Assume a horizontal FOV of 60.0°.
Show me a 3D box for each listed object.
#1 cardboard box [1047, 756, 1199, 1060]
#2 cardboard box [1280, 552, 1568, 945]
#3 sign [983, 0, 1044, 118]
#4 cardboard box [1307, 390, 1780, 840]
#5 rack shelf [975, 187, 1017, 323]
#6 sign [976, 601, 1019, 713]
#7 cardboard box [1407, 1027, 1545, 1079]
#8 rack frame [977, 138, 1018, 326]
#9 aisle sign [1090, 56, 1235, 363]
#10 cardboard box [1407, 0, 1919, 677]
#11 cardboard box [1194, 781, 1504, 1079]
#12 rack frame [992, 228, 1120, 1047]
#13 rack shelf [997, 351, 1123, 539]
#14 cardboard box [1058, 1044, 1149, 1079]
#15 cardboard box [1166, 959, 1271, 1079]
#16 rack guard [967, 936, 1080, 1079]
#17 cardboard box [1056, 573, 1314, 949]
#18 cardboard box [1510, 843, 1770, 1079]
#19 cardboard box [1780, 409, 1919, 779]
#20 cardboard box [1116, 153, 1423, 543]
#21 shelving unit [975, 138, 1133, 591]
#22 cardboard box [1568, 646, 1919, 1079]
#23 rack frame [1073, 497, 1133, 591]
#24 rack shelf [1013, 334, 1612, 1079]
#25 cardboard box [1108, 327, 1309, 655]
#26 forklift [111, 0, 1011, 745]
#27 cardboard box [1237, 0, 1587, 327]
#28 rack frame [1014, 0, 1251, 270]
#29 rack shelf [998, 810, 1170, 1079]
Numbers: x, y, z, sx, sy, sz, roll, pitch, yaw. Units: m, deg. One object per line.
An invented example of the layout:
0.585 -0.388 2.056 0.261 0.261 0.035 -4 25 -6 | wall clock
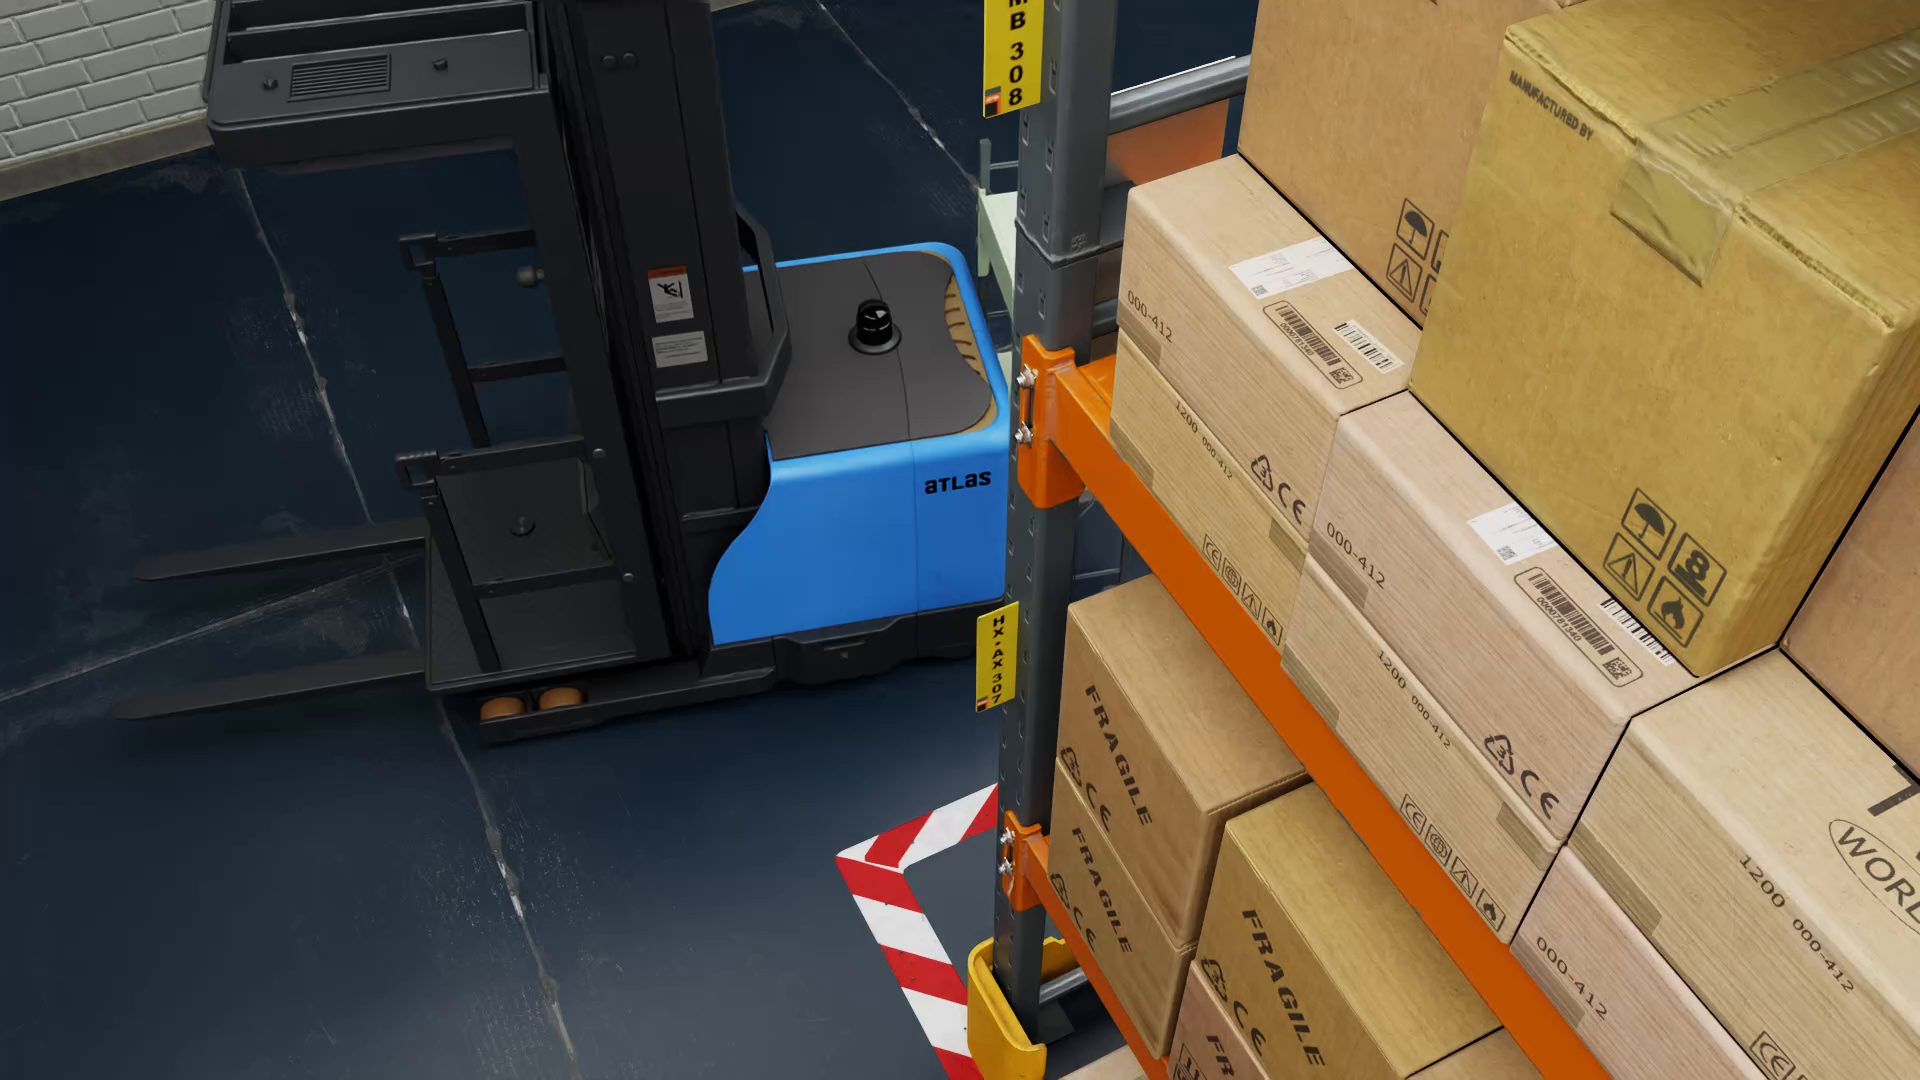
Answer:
0.531 0.700 3.579 0.500 0.500 0.500 -20 52 -17 | cardboard box
0.788 0.177 2.209 0.500 0.250 0.500 -21 52 -18 | cardboard box
0.080 -0.743 2.334 0.100 0.325 0.005 -21 52 -18 | sign
0.788 0.013 2.021 0.500 0.250 0.500 -21 52 -18 | cardboard box
0.338 -0.817 5.449 0.431 0.370 0.720 -9 50 -8 | rack shelf
0.080 0.247 3.466 0.100 0.325 0.005 -21 52 -18 | sign
1.001 1.054 2.604 0.500 0.500 0.500 -21 52 -17 | cardboard box
0.259 -0.829 5.978 0.400 1.500 0.023 -9 50 -8 | rack frame
0.270 -0.456 2.929 0.394 0.787 0.004 -21 52 -18 | aisle sign
0.965 -0.303 1.799 0.700 0.500 0.500 -21 52 -18 | cardboard box
0.776 0.718 2.899 0.500 0.500 0.500 -21 52 -17 | cardboard box
0.562 0.345 3.956 1.000 3.000 0.127 -21 52 -18 | rack frame
0.338 -0.345 5.989 0.431 0.370 0.720 -9 50 -8 | rack shelf
0.448 1.537 4.514 0.380 0.149 0.250 -21 52 -18 | cardboard box
0.771 1.043 3.278 0.500 0.500 0.500 -22 52 -18 | cardboard box
0.597 1.219 4.852 1.175 0.500 0.348 -21 52 -18 | rack guard
0.531 0.371 3.202 0.500 0.500 0.500 -20 52 -16 | cardboard box
1.019 0.511 1.917 0.500 0.250 0.500 -21 52 -18 | cardboard box
1.289 -0.005 1.538 0.700 0.500 0.500 -21 52 -18 | cardboard box
0.566 -0.324 2.316 0.500 0.250 0.500 -21 52 -18 | cardboard box
0.338 -0.560 5.743 0.431 1.500 0.755 -9 50 -8 | shelving unit
1.023 0.345 1.730 0.500 0.250 0.500 -21 52 -18 | cardboard box
0.418 -0.291 5.508 0.400 1.500 0.023 -9 50 -8 | rack frame
1.477 0.933 1.927 1.077 0.370 4.000 -21 52 -18 | rack shelf
0.571 -0.162 2.506 0.500 0.250 0.500 -21 52 -18 | cardboard box
-1.366 -0.716 4.929 3.031 2.935 1.130 -9 49 -8 | forklift
0.812 -0.667 2.117 0.700 0.500 0.500 -21 52 -18 | cardboard box
0.562 -1.630 1.697 1.000 3.000 0.127 -21 52 -18 | rack frame
1.477 1.920 3.056 1.077 0.370 4.000 -21 52 -18 | rack shelf
